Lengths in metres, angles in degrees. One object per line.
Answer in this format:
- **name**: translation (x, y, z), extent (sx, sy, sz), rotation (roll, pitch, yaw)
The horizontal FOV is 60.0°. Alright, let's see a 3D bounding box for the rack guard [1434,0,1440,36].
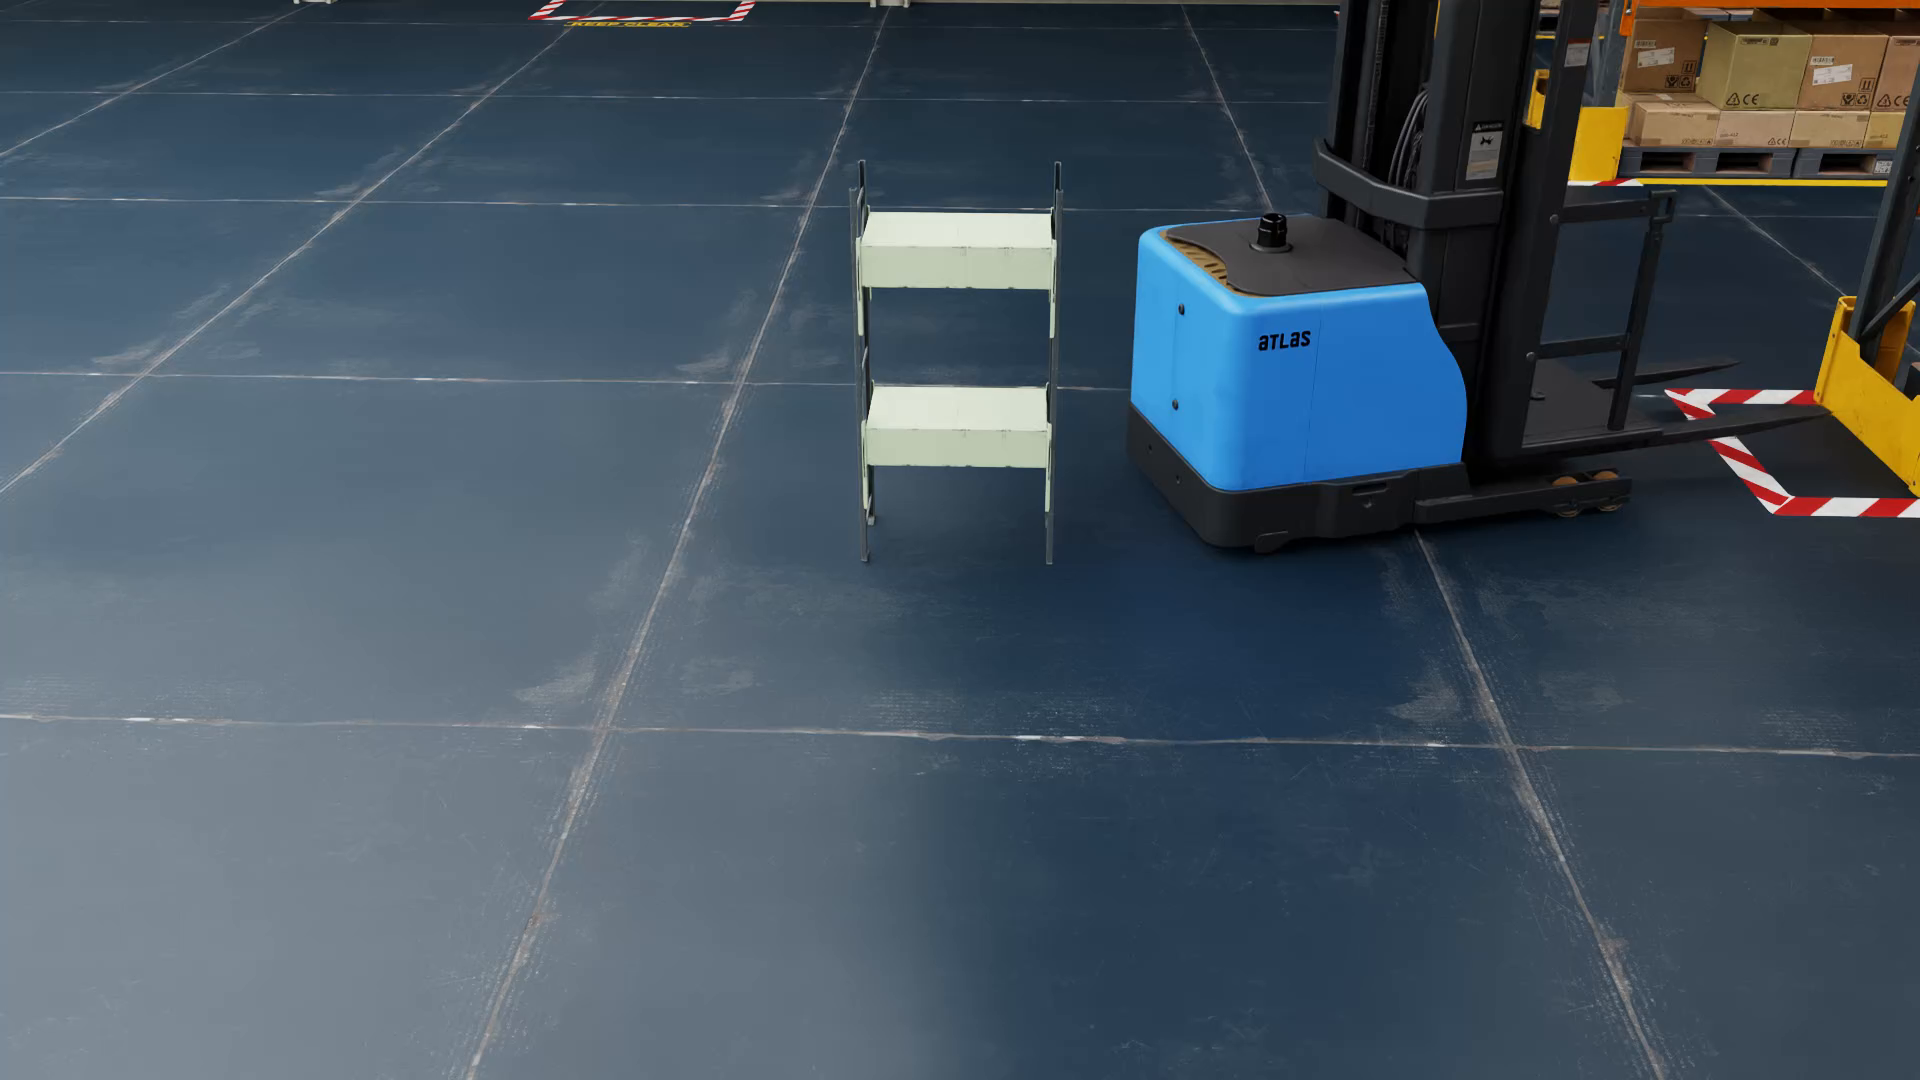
- **rack guard**: translation (4.625, -5.269, 16.155), extent (0.348, 0.500, 1.175), rotation (1, 28, 2)

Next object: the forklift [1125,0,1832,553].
- **forklift**: translation (2.304, -1.619, 6.674), extent (3.031, 2.935, 1.130), rotation (-8, 29, -14)

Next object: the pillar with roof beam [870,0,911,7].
- **pillar with roof beam**: translation (-0.869, -7.502, 11.294), extent (0.400, 9.000, 9.100), rotation (1, 28, 2)

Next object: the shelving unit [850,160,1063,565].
- **shelving unit**: translation (-0.007, -0.663, 6.399), extent (0.755, 1.500, 0.431), rotation (1, 28, 2)

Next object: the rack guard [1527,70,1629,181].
- **rack guard**: translation (4.354, -2.951, 11.784), extent (0.348, 0.500, 1.175), rotation (1, 28, 2)

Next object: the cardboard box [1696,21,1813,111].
- **cardboard box**: translation (5.406, -3.237, 11.341), extent (0.500, 0.500, 0.500), rotation (1, 28, 2)

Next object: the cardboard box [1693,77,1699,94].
- **cardboard box**: translation (5.425, -3.153, 11.982), extent (0.500, 0.250, 0.500), rotation (1, 28, 2)

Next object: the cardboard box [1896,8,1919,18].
- **cardboard box**: translation (6.924, -3.462, 11.765), extent (0.500, 0.500, 0.500), rotation (1, 28, 2)

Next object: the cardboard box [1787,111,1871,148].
- **cardboard box**: translation (5.906, -2.898, 11.502), extent (0.500, 0.250, 0.500), rotation (1, 28, 2)

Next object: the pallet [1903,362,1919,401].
- **pallet**: translation (5.089, -0.510, 7.486), extent (1.213, 0.211, 1.003), rotation (1, 28, 2)

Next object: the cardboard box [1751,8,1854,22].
- **cardboard box**: translation (5.925, -3.478, 11.795), extent (0.500, 0.500, 0.500), rotation (1, 28, 2)

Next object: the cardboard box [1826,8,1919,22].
- **cardboard box**: translation (6.424, -3.469, 11.779), extent (0.500, 0.500, 0.500), rotation (1, 28, 2)

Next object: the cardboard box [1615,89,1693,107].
- **cardboard box**: translation (4.925, -3.156, 11.987), extent (0.500, 0.250, 0.500), rotation (1, 28, 2)

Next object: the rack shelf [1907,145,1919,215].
- **rack shelf**: translation (6.199, -1.386, 6.930), extent (4.000, 0.370, 1.077), rotation (1, 28, 2)

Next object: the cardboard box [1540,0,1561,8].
- **cardboard box**: translation (5.808, -5.318, 15.980), extent (0.500, 0.311, 0.500), rotation (3, 28, 6)

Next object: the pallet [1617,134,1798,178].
- **pallet**: translation (5.144, -2.830, 11.864), extent (1.213, 0.211, 1.003), rotation (1, 28, 2)

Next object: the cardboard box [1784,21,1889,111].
- **cardboard box**: translation (5.906, -3.235, 11.336), extent (0.500, 0.500, 0.500), rotation (1, 28, 2)

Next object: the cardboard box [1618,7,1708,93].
- **cardboard box**: translation (4.925, -3.488, 11.814), extent (0.500, 0.500, 0.500), rotation (1, 28, 2)

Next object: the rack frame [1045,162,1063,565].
- **rack frame**: translation (0.359, -0.657, 6.388), extent (0.023, 1.500, 0.400), rotation (1, 28, 2)

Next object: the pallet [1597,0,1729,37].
- **pallet**: translation (6.652, -5.089, 16.125), extent (1.213, 0.211, 1.003), rotation (1, 28, 2)

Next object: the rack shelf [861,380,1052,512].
- **rack shelf**: translation (-0.007, -0.375, 6.552), extent (0.720, 0.370, 0.431), rotation (1, 28, 2)

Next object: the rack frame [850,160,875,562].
- **rack frame**: translation (-0.372, -0.669, 6.410), extent (0.023, 1.500, 0.400), rotation (1, 28, 2)

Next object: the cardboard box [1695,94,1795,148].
- **cardboard box**: translation (5.406, -2.907, 11.518), extent (0.500, 0.250, 0.500), rotation (1, 28, 2)

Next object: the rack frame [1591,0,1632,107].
- **rack frame**: translation (4.378, -4.055, 11.198), extent (0.127, 3.000, 1.000), rotation (1, 28, 2)

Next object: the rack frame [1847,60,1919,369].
- **rack frame**: translation (4.200, -1.737, 6.824), extent (0.127, 3.000, 1.000), rotation (1, 28, 2)

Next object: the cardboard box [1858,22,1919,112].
- **cardboard box**: translation (6.405, -3.218, 11.305), extent (0.500, 0.500, 0.500), rotation (1, 28, 2)

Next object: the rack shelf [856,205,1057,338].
- **rack shelf**: translation (-0.007, -1.008, 6.216), extent (0.720, 0.370, 0.431), rotation (1, 28, 2)

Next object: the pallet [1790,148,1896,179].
- **pallet**: translation (6.360, -2.809, 11.823), extent (1.213, 0.211, 1.003), rotation (1, 28, 2)

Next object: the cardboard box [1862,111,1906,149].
- **cardboard box**: translation (6.406, -2.888, 11.482), extent (0.500, 0.250, 0.500), rotation (1, 28, 2)

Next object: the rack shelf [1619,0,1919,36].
- **rack shelf**: translation (6.377, -3.705, 11.304), extent (4.000, 0.370, 1.077), rotation (1, 28, 2)

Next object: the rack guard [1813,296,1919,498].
- **rack guard**: translation (4.277, -0.653, 7.449), extent (0.348, 0.500, 1.175), rotation (1, 28, 2)

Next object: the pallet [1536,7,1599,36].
- **pallet**: translation (5.436, -5.111, 16.166), extent (1.213, 0.211, 1.003), rotation (1, 28, 2)

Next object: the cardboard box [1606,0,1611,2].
- **cardboard box**: translation (6.539, -5.366, 15.868), extent (0.500, 0.500, 0.700), rotation (-1, 28, -1)

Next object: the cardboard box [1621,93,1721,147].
- **cardboard box**: translation (4.907, -2.913, 11.530), extent (0.500, 0.250, 0.500), rotation (1, 28, 2)

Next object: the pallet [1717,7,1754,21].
- **pallet**: translation (7.875, -5.071, 16.090), extent (1.213, 0.211, 1.003), rotation (1, 28, 2)
